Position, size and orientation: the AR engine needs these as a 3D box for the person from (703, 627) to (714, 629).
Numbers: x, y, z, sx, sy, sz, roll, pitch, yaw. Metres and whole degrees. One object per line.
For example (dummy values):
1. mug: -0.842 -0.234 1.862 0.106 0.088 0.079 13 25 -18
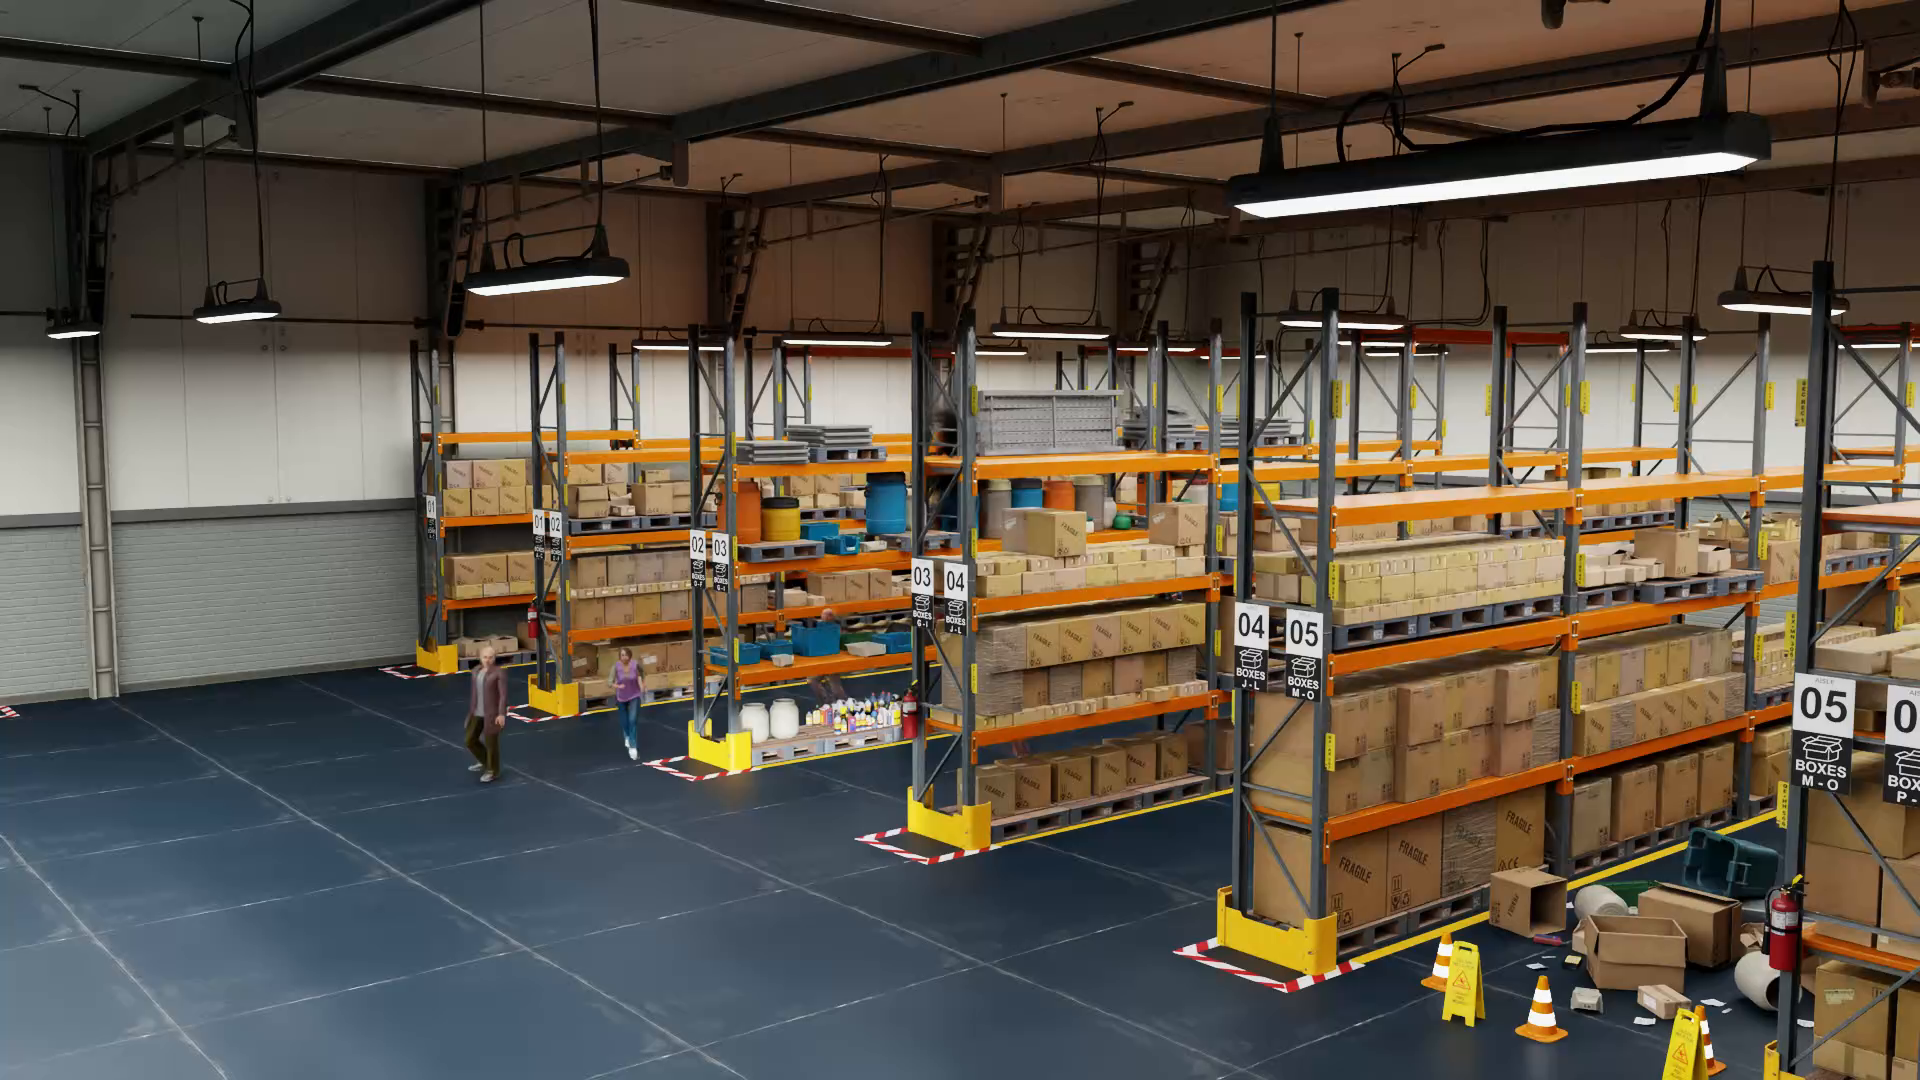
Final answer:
1. person: -4.558 1.507 30.564 0.817 1.713 0.504 -4 7 -39

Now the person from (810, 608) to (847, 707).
1. person: -2.044 1.925 25.843 0.711 1.736 0.664 -4 7 -36

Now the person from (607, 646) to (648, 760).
1. person: -4.640 2.235 23.278 0.534 1.568 0.905 0 5 -5

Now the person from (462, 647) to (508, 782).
1. person: -6.182 2.261 21.753 0.672 1.772 0.537 2 6 20

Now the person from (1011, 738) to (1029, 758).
1. person: 0.713 2.244 22.619 0.619 1.680 0.596 1 5 10
